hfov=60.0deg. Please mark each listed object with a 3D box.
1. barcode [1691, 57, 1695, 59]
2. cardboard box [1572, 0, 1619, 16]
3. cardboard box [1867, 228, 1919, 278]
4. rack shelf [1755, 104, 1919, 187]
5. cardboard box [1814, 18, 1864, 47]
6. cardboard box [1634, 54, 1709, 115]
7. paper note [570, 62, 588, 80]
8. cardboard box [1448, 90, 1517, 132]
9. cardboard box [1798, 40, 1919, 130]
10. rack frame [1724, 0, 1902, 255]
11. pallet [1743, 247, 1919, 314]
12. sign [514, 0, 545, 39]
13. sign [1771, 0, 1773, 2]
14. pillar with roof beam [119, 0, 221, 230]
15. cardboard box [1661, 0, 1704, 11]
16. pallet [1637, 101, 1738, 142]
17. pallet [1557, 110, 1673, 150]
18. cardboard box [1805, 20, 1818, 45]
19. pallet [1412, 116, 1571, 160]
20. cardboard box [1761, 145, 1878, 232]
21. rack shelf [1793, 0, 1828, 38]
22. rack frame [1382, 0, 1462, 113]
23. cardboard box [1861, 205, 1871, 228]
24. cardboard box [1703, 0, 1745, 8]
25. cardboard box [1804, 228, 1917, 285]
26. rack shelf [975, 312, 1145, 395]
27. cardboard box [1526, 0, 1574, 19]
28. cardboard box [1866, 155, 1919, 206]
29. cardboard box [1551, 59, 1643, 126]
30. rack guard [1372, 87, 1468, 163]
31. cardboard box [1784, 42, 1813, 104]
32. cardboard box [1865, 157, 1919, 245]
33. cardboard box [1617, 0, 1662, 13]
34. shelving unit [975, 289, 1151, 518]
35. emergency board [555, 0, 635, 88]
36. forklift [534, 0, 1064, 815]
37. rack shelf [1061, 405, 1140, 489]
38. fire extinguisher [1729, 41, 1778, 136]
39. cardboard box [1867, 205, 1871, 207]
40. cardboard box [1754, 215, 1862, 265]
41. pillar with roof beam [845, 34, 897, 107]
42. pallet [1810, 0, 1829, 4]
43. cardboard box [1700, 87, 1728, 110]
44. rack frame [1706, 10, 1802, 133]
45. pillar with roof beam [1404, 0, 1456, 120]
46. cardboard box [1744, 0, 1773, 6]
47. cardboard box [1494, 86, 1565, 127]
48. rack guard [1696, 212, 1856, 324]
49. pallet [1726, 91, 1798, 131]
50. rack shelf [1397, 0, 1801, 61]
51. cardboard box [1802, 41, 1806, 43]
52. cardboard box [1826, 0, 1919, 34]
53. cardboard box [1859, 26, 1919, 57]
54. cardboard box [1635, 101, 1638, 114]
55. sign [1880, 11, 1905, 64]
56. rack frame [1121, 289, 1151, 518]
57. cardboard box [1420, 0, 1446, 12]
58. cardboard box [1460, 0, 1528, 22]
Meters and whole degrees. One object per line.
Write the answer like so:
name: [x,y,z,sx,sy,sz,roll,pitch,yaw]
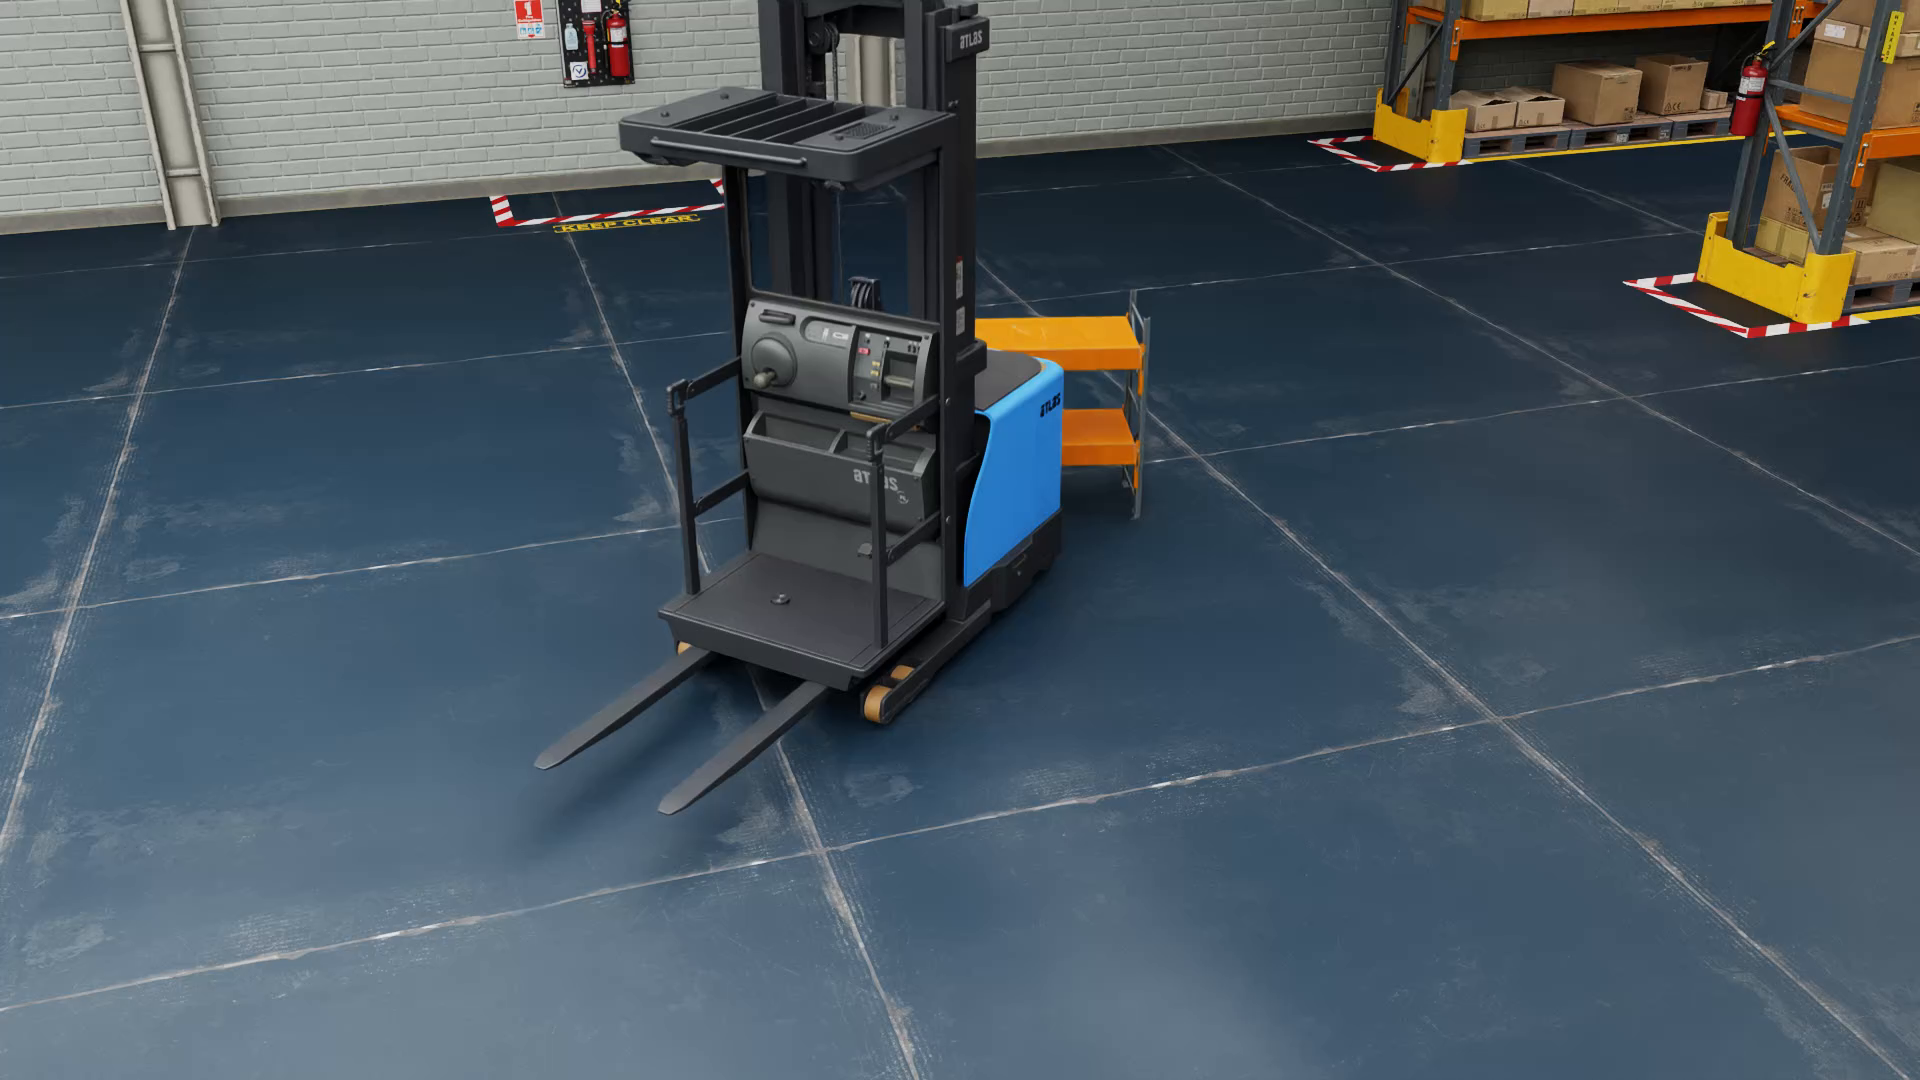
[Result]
barcode: [7.696,-5.039,17.483,0.075,0.075,0.001,-8,28,-16]
cardboard box: [6.018,-5.260,16.119,0.500,0.250,0.500,-9,28,-17]
cardboard box: [7.071,-2.153,12.334,0.500,0.250,0.500,-8,28,-16]
rack shelf: [7.920,-3.100,12.429,4.000,0.370,1.077,-8,28,-16]
cardboard box: [6.322,-3.615,11.816,0.250,0.149,0.380,-9,28,-17]
cardboard box: [7.309,-4.709,17.178,0.500,0.500,0.500,-10,28,-20]
paper note: [-3.378,-4.162,14.752,0.142,0.148,0.016,-8,28,-16]
cardboard box: [5.166,-4.290,16.548,0.500,0.311,0.500,-12,29,-22]
cardboard box: [6.466,-3.250,11.811,0.500,0.500,0.700,-8,28,-16]
rack frame: [6.018,-3.146,11.715,0.127,3.000,1.000,-8,28,-16]
pallet: [6.732,-2.021,12.582,1.213,0.211,1.003,-8,28,-16]
sign: [-3.746,-4.536,14.473,0.234,0.329,0.001,-8,28,-16]
sign: [5.863,-4.002,11.870,0.005,0.325,0.100,-8,28,-16]
pillar with roof beam: [-5.199,-4.917,8.534,0.400,9.000,9.100,-8,28,-16]
cardboard box: [6.978,-5.399,16.397,0.500,0.250,0.500,-8,28,-16]
pallet: [7.656,-4.435,17.446,1.213,0.211,1.003,-8,28,-16]
pallet: [6.494,-4.265,17.104,1.213,0.211,1.003,-8,28,-16]
cardboard box: [9.396,-5.375,17.677,0.500,0.250,0.500,-9,28,-17]
pallet: [5.336,-4.099,16.769,1.213,0.211,1.003,-8,28,-16]
cardboard box: [6.436,-2.639,12.468,0.500,0.500,0.500,-8,28,-16]
rack shelf: [10.186,-5.744,17.757,4.000,0.370,1.077,-8,28,-16]
rack frame: [4.481,-5.240,15.932,0.127,3.000,1.000,-8,28,-16]
cardboard box: [6.908,-2.376,12.782,0.500,0.250,0.500,-8,28,-16]
cardboard box: [7.451,-5.474,16.550,0.500,0.250,0.500,-8,28,-16]
cardboard box: [6.597,-2.083,12.192,0.500,0.250,0.500,-8,28,-16]
rack shelf: [0.437,-0.982,8.805,1.000,0.278,0.538,-1,26,-3]
cardboard box: [5.532,-5.193,15.982,0.500,0.250,0.500,-9,28,-18]
cardboard box: [7.382,-2.782,12.758,0.500,0.500,0.500,-8,28,-16]
cardboard box: [6.421,-4.533,16.825,0.500,0.500,0.700,-10,28,-19]
rack guard: [4.553,-4.131,16.509,0.348,0.500,1.175,-8,28,-16]
cardboard box: [8.979,-4.977,17.718,0.500,0.500,0.700,-7,27,-14]
cardboard box: [7.072,-2.488,12.165,0.500,0.500,0.500,-8,28,-16]
cardboard box: [6.500,-5.329,16.257,0.500,0.250,0.500,-8,28,-16]
shelving unit: [0.437,-0.720,8.936,1.048,1.125,0.538,-1,26,-3]
emergency board: [-3.188,-4.552,14.546,0.643,1.169,0.194,-8,28,-16]
forklift: [-0.636,-0.751,6.967,1.130,2.935,3.031,14,30,26]
rack shelf: [0.437,-0.501,9.044,1.000,0.278,0.538,-1,26,-3]
fire extinguisher: [5.762,-3.292,12.095,0.183,0.674,0.296,-8,28,-16]
cardboard box: [7.383,-2.445,12.922,0.500,0.250,0.500,-8,28,-16]
cardboard box: [6.437,-2.302,12.633,0.500,0.250,0.500,-8,28,-16]
pillar with roof beam: [0.506,-5.743,10.199,0.400,9.000,9.100,-8,28,-16]
pallet: [9.056,-5.749,17.173,1.213,0.211,1.003,-8,28,-16]
cardboard box: [7.784,-4.633,17.400,0.250,0.166,0.380,-12,29,-23]
rack frame: [8.284,-5.791,17.042,0.127,3.000,1.000,-8,28,-16]
pillar with roof beam: [6.211,-6.569,11.863,0.400,9.000,9.100,-8,28,-16]
cardboard box: [7.927,-5.540,16.681,0.500,0.250,0.500,-8,28,-16]
cardboard box: [5.708,-4.369,16.706,0.500,0.311,0.500,-6,27,-12]
rack guard: [5.995,-2.024,12.264,0.348,0.500,1.175,-8,28,-16]
pallet: [9.024,-4.650,17.879,1.213,0.211,1.003,-8,28,-16]
rack shelf: [6.382,-5.194,16.647,4.000,0.370,1.077,-8,28,-16]
cardboard box: [9.454,-5.069,17.904,0.500,0.500,0.700,-9,28,-17]
cardboard box: [6.516,-3.838,11.537,0.500,0.500,0.700,-8,28,-16]
cardboard box: [6.458,-3.445,11.474,0.250,0.149,0.380,-8,28,-16]
cardboard box: [6.757,-4.500,17.151,0.250,0.149,0.380,-11,28,-20]
sign: [6.184,-3.334,11.030,0.005,0.325,0.100,-8,28,-16]
rack frame: [0.944,-0.733,8.962,0.032,1.125,0.500,-1,26,-3]
cardboard box: [4.865,-5.329,16.256,0.500,0.250,0.500,-8,27,-15]
cardboard box: [5.043,-5.115,15.826,0.500,0.250,0.500,-9,28,-18]
